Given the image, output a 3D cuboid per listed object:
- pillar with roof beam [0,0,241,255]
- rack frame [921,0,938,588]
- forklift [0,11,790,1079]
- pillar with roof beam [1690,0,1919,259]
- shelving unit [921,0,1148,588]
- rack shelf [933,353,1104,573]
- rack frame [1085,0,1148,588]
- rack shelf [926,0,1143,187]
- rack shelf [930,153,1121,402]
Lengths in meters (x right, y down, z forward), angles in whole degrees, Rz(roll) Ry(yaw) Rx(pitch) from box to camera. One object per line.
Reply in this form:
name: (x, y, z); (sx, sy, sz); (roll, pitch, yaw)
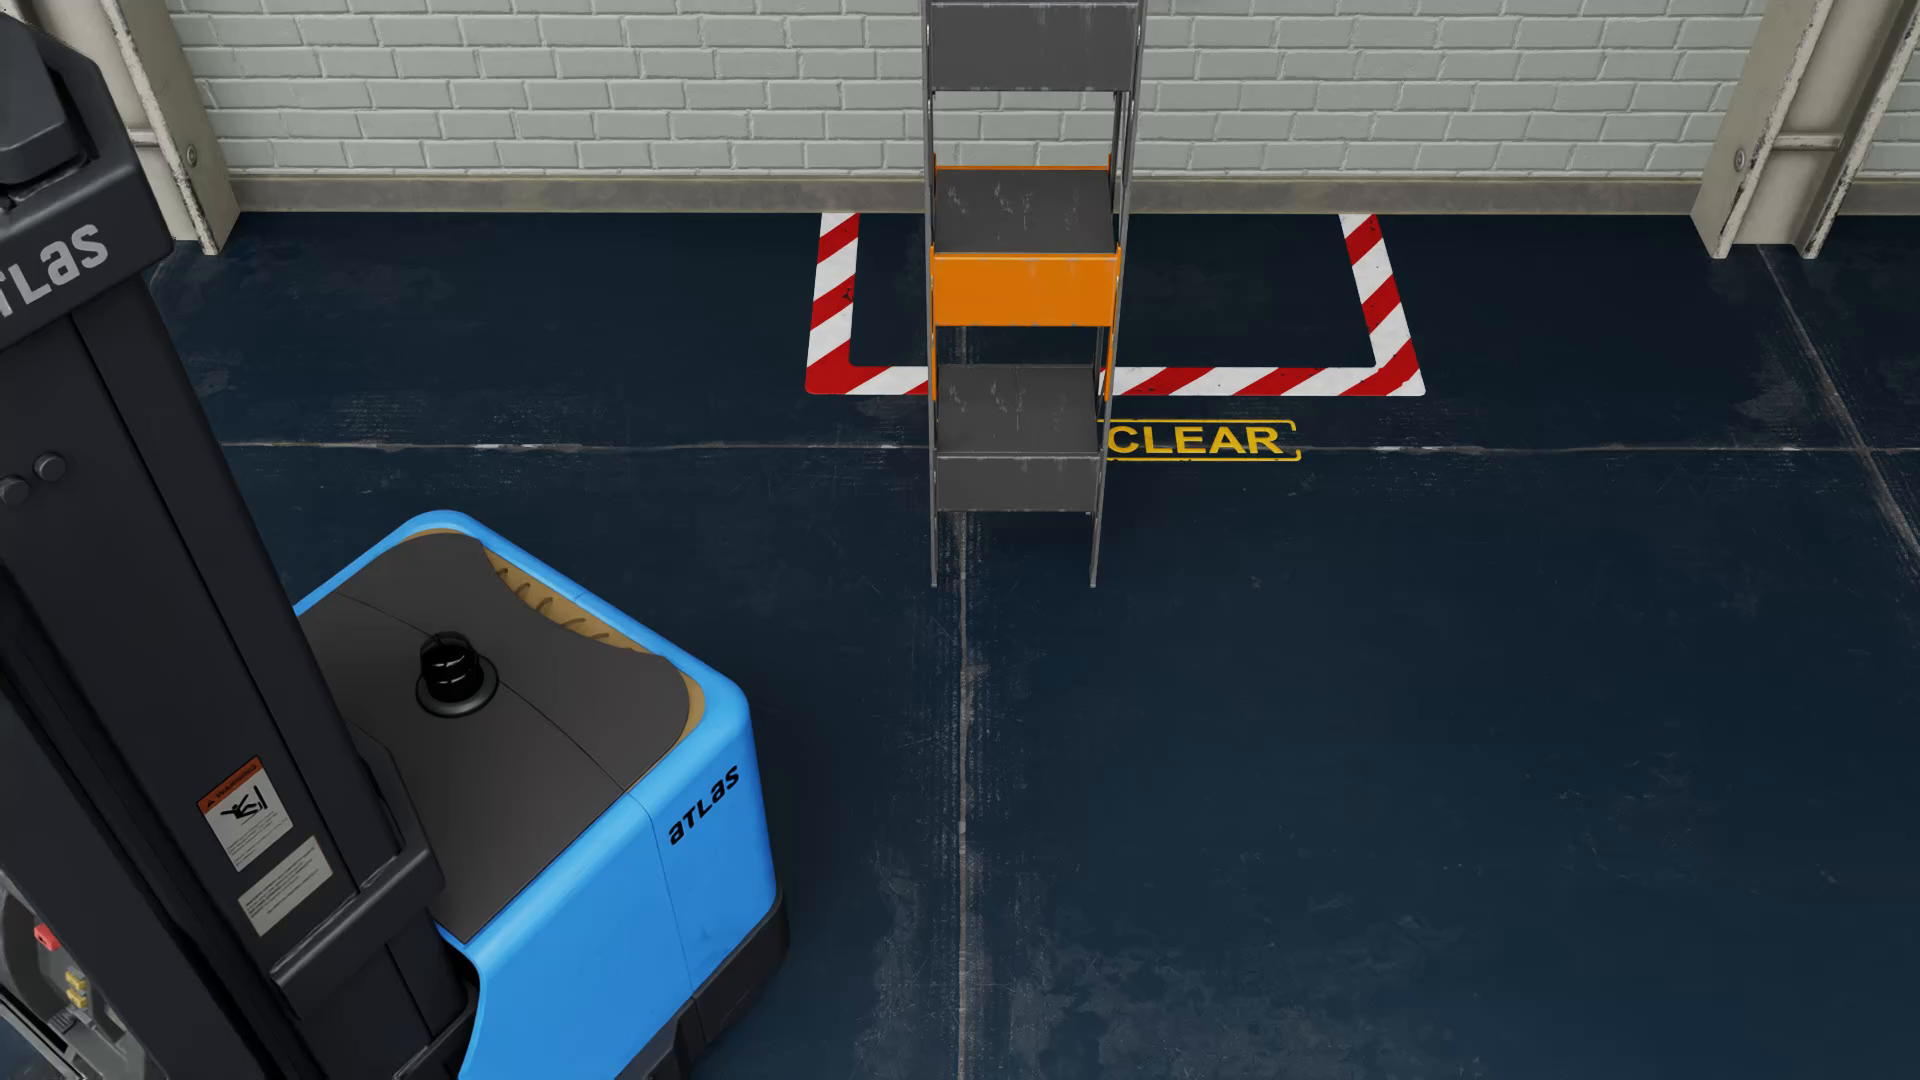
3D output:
pillar with roof beam: (-2.999, -1.100, 0.126); (0.400, 9.000, 9.100); (0, 47, 0)
rack frame: (-0.078, -0.716, 4.482); (0.015, 2.100, 0.400); (0, 47, 0)
forklift: (-1.708, 0.714, 2.583); (1.130, 2.935, 3.031); (28, 53, 24)
pillar with roof beam: (3.001, -1.084, 0.111); (0.400, 9.000, 9.100); (0, 47, 0)
shelving unit: (0.166, -0.715, 4.481); (0.503, 2.100, 0.431); (0, 47, 0)
rack shelf: (0.166, -0.229, 5.003); (0.480, 0.518, 0.431); (0, 47, 0)
rack frame: (0.410, -0.714, 4.480); (0.015, 2.100, 0.400); (0, 47, 0)
rack shelf: (0.166, -1.183, 3.979); (0.480, 0.518, 0.431); (0, 47, 0)
rack shelf: (0.166, -0.706, 4.491); (0.480, 0.518, 0.431); (0, 47, 0)
